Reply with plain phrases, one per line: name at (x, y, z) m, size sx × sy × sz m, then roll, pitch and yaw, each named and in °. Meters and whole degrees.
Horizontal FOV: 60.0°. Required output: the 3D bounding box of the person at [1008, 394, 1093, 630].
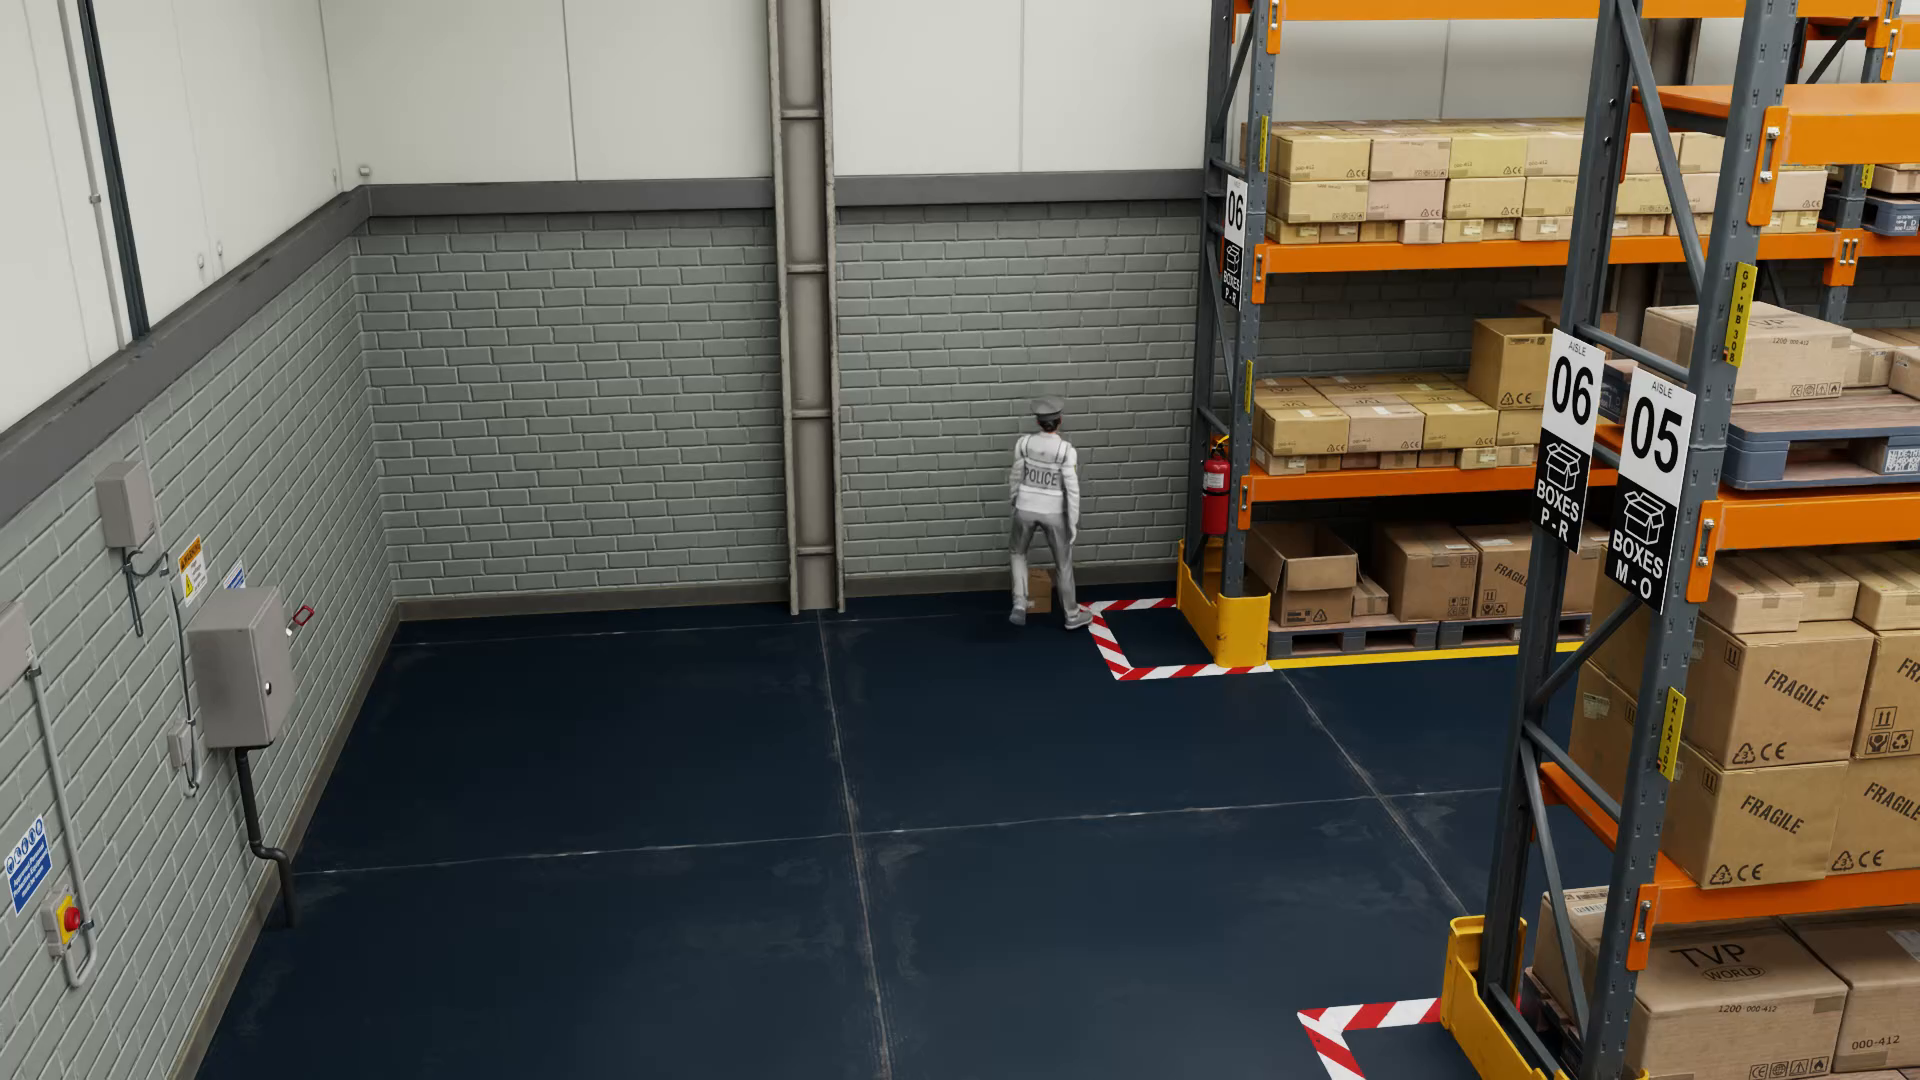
person at (0.603, -0.158, 11.430) m, size 0.598 × 1.664 × 0.554 m, roll 5°, pitch 21°, yaw 14°
